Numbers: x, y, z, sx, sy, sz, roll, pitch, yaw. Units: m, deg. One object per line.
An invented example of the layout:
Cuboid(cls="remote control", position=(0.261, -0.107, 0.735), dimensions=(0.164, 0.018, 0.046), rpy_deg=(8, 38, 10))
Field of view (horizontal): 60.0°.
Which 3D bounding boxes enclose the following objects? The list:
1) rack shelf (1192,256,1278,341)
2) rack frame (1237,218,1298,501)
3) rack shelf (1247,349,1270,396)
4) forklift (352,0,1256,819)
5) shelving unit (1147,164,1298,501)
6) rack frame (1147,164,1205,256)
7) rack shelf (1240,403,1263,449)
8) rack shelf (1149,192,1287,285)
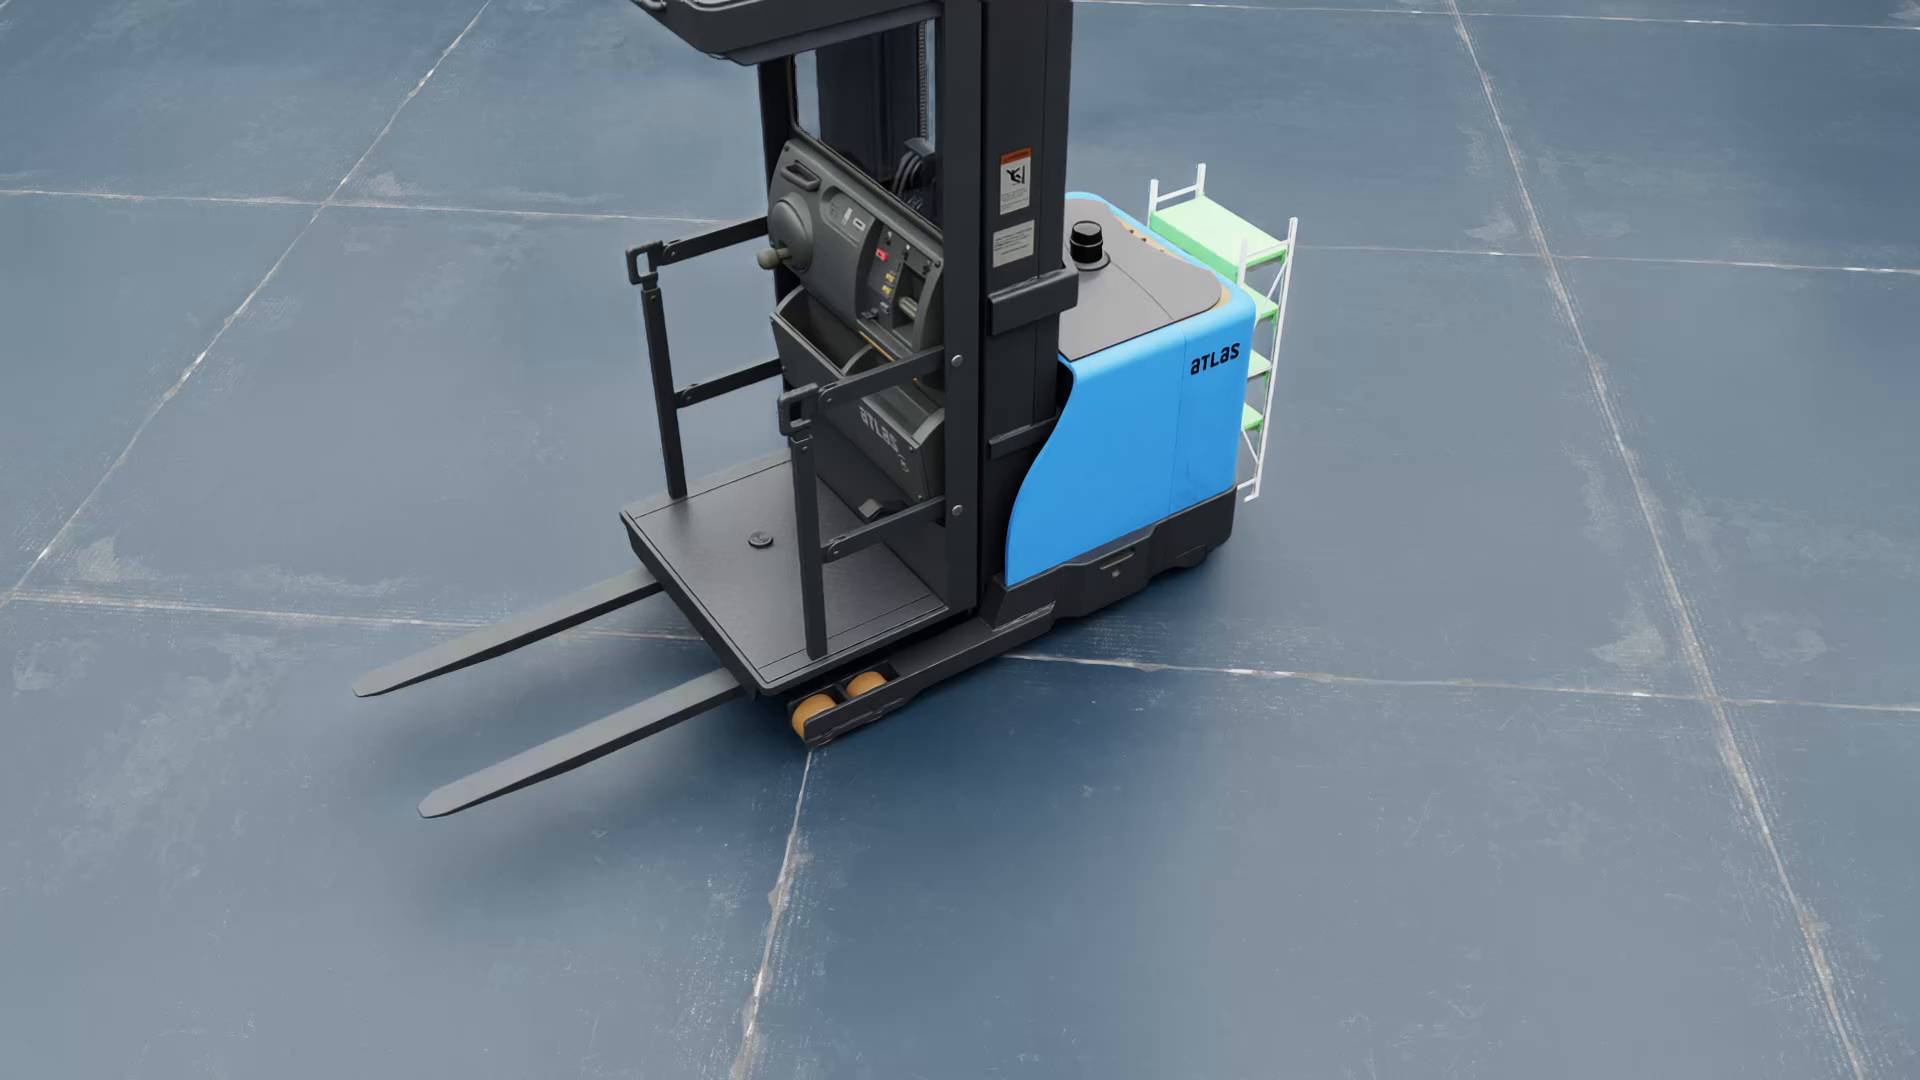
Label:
Cuboid(cls="rack shelf", position=(0.919, -0.862, 6.079), dimensions=(0.258, 0.148, 0.480), rpy_deg=(-23, 44, -25))
Cuboid(cls="rack frame", position=(1.054, -0.597, 6.032), dimensions=(0.240, 1.200, 0.015), rpy_deg=(-23, 44, -25))
Cuboid(cls="rack shelf", position=(0.919, -0.675, 6.230), dimensions=(0.258, 0.148, 0.480), rpy_deg=(-23, 44, -25))
Cuboid(cls="forklift", position=(-0.502, -0.849, 4.971), dimensions=(3.031, 2.935, 1.130), rpy_deg=(-23, 44, -25))
Cuboid(cls="shelving unit", position=(0.919, -0.725, 6.190), dimensions=(0.258, 1.200, 0.503), rpy_deg=(-23, 44, -25))
Cuboid(cls="rack frame", position=(0.784, -0.853, 6.348), dimensions=(0.240, 1.200, 0.015), rpy_deg=(-23, 44, -25))
Cuboid(cls="rack shelf", position=(0.918, -0.489, 6.382), dimensions=(0.258, 0.148, 0.480), rpy_deg=(-23, 44, -25))
Cuboid(cls="rack shelf", position=(0.919, -1.048, 5.927), dimensions=(0.258, 0.148, 0.480), rpy_deg=(-23, 44, -25))
